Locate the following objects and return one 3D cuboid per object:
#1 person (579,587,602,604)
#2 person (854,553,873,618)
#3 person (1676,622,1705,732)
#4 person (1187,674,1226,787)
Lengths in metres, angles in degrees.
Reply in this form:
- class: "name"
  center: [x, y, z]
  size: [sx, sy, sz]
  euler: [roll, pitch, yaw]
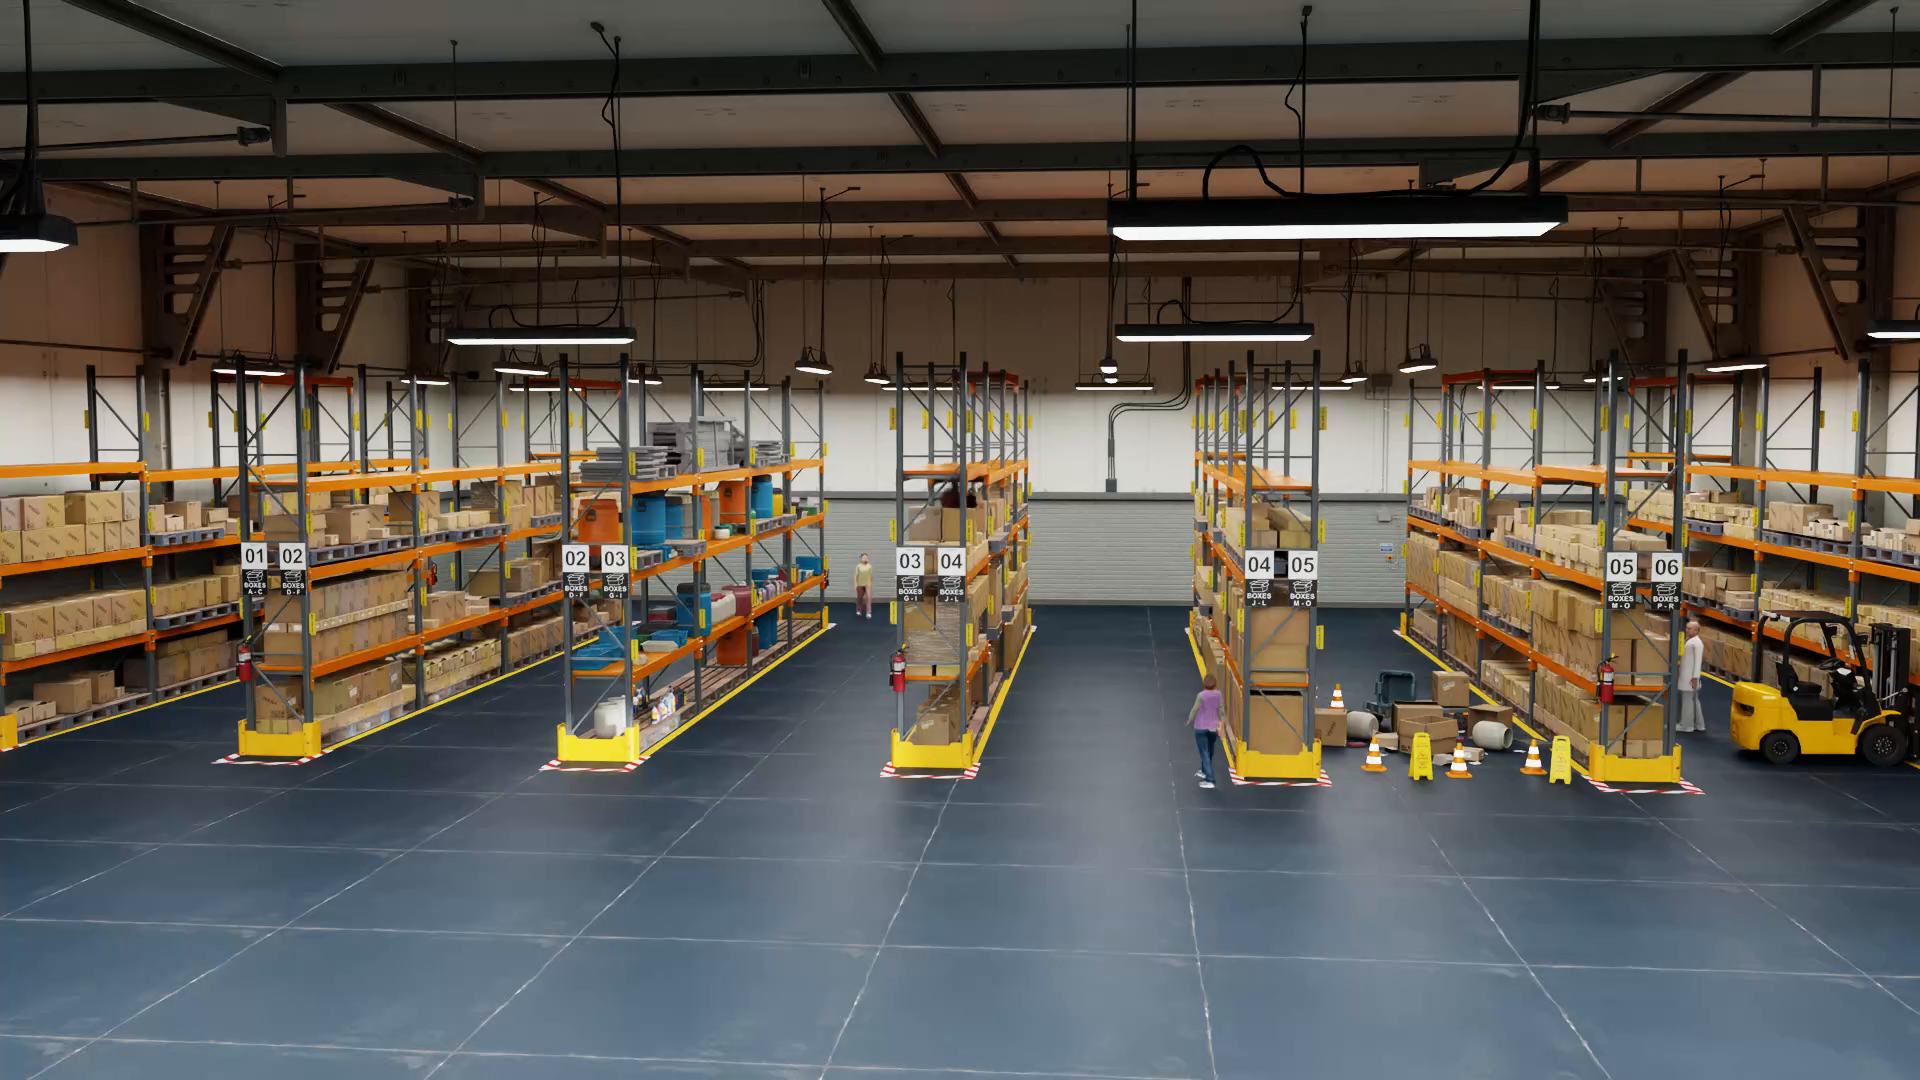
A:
- class: "person"
  center: [-9.495, 1.007, 43.517]
  size: [1.040, 1.730, 0.653]
  euler: [1, 4, 15]
- class: "person"
  center: [-2.466, 1.158, 42.485]
  size: [0.472, 1.623, 0.997]
  euler: [0, 4, -4]
- class: "person"
  center: [11.816, 2.204, 26.939]
  size: [0.511, 1.779, 0.605]
  euler: [2, 5, 30]
- class: "person"
  center: [3.375, 2.583, 22.886]
  size: [0.453, 1.546, 0.880]
  euler: [-1, 4, -12]
